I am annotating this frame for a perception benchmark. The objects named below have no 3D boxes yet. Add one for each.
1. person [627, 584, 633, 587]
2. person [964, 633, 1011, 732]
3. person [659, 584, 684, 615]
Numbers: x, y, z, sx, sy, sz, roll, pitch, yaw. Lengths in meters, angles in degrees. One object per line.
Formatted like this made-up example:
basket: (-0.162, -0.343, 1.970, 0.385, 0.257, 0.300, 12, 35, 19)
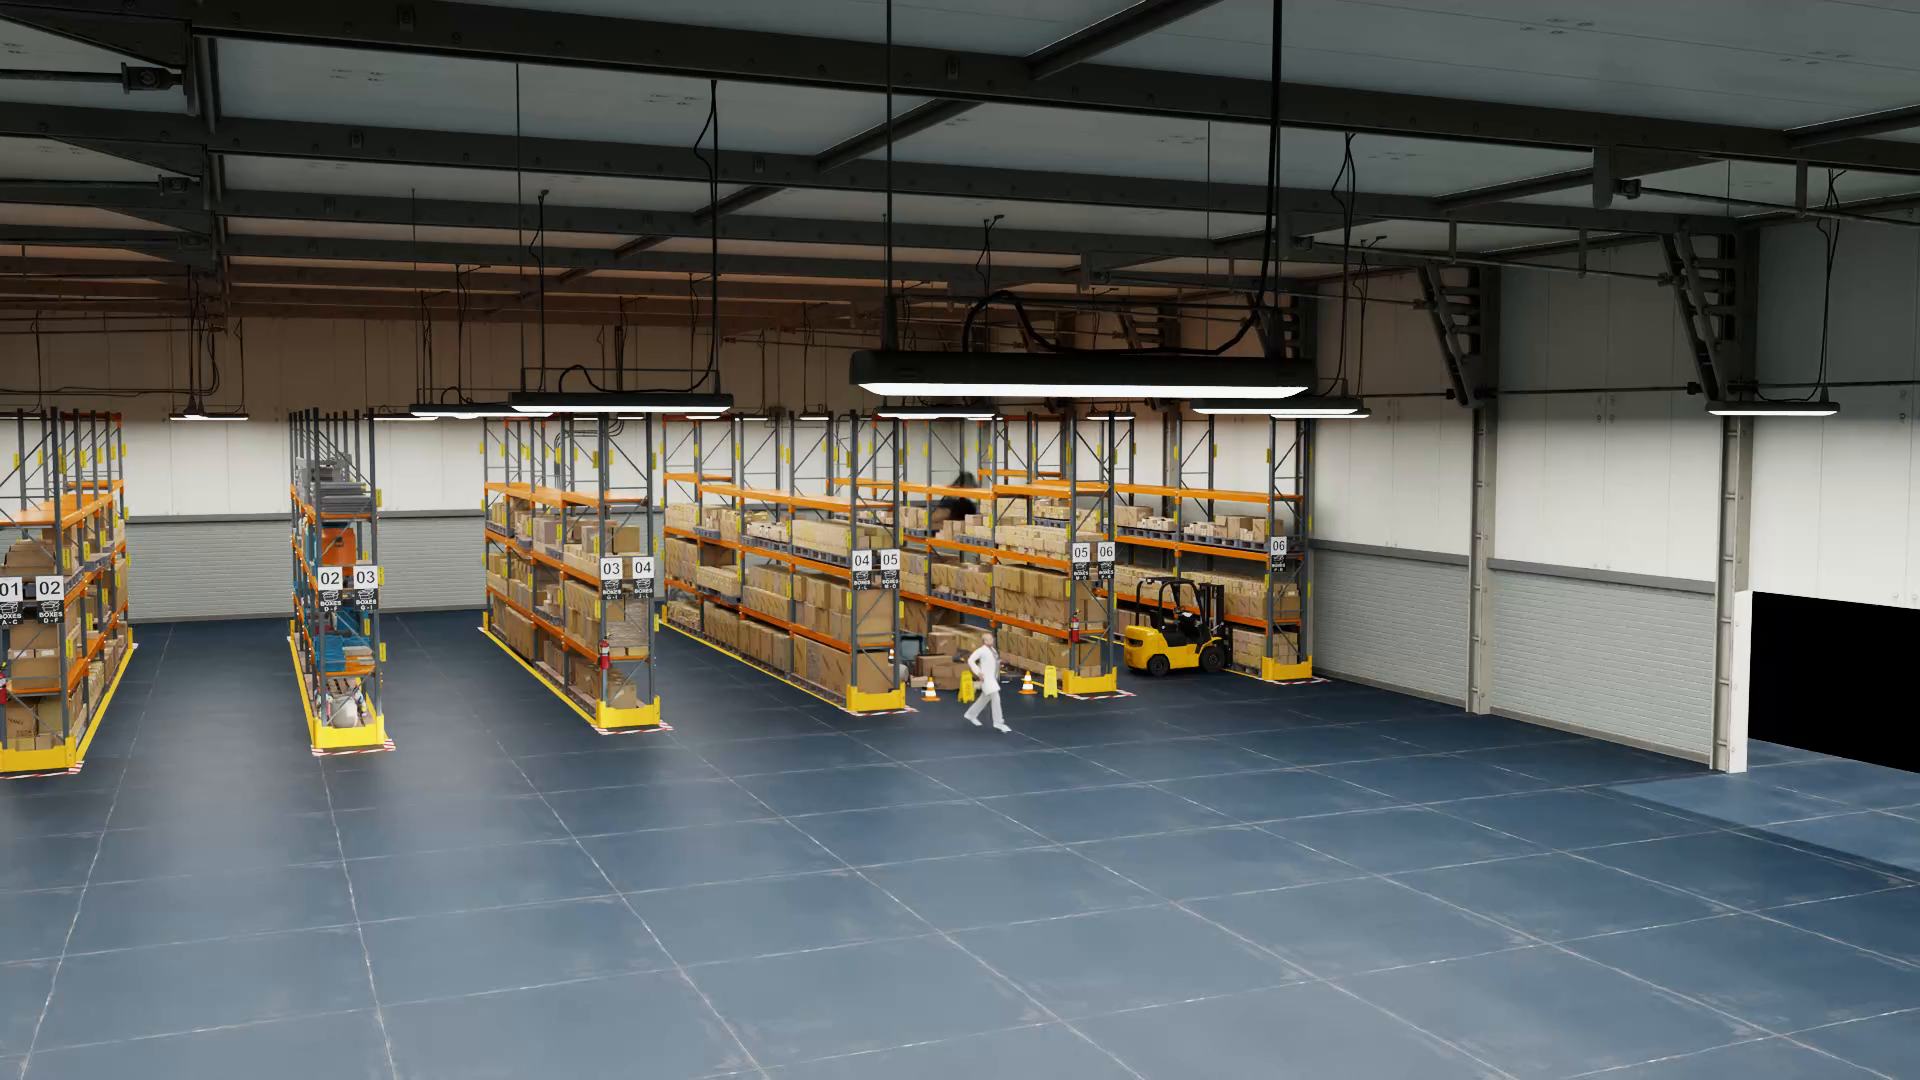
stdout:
person: (-9.613, 1.545, 47.221, 0.704, 1.771, 0.839, 1, 4, 11)
person: (0.523, 2.640, 31.015, 0.985, 1.807, 0.688, 2, 4, 21)
person: (-8.541, 1.396, 49.329, 0.919, 1.726, 0.747, 1, 4, 9)
